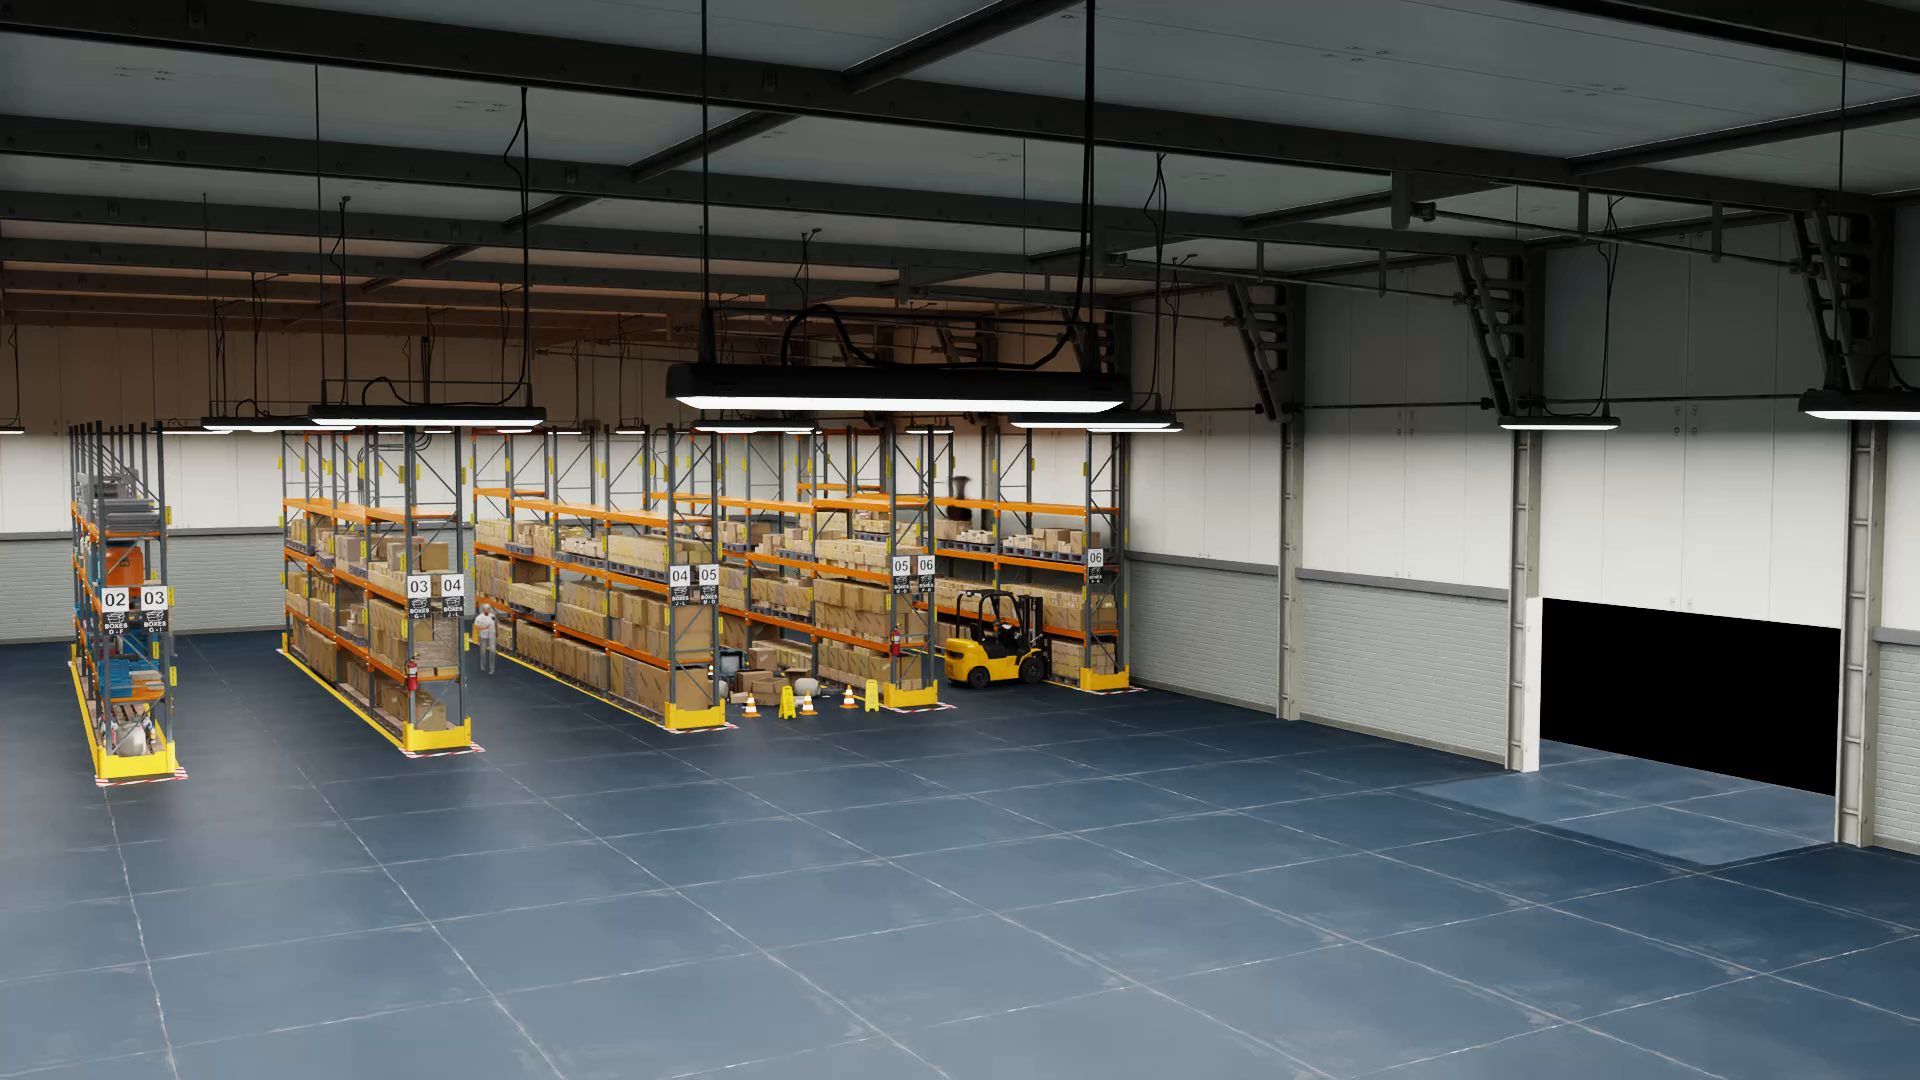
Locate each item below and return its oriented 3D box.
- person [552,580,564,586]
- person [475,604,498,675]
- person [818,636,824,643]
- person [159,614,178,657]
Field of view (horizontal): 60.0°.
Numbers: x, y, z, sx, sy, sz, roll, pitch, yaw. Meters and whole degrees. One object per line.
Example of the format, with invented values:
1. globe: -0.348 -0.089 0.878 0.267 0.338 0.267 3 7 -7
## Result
1. person: -12.097 1.795 50.203 0.659 1.678 0.755 2 4 24
2. person: -11.487 2.400 40.351 0.551 1.724 0.842 -1 4 -22
3. person: -3.862 2.114 45.033 0.699 1.602 1.094 -1 4 -21
4. person: -20.782 2.244 43.252 0.658 1.651 0.622 1 4 21
